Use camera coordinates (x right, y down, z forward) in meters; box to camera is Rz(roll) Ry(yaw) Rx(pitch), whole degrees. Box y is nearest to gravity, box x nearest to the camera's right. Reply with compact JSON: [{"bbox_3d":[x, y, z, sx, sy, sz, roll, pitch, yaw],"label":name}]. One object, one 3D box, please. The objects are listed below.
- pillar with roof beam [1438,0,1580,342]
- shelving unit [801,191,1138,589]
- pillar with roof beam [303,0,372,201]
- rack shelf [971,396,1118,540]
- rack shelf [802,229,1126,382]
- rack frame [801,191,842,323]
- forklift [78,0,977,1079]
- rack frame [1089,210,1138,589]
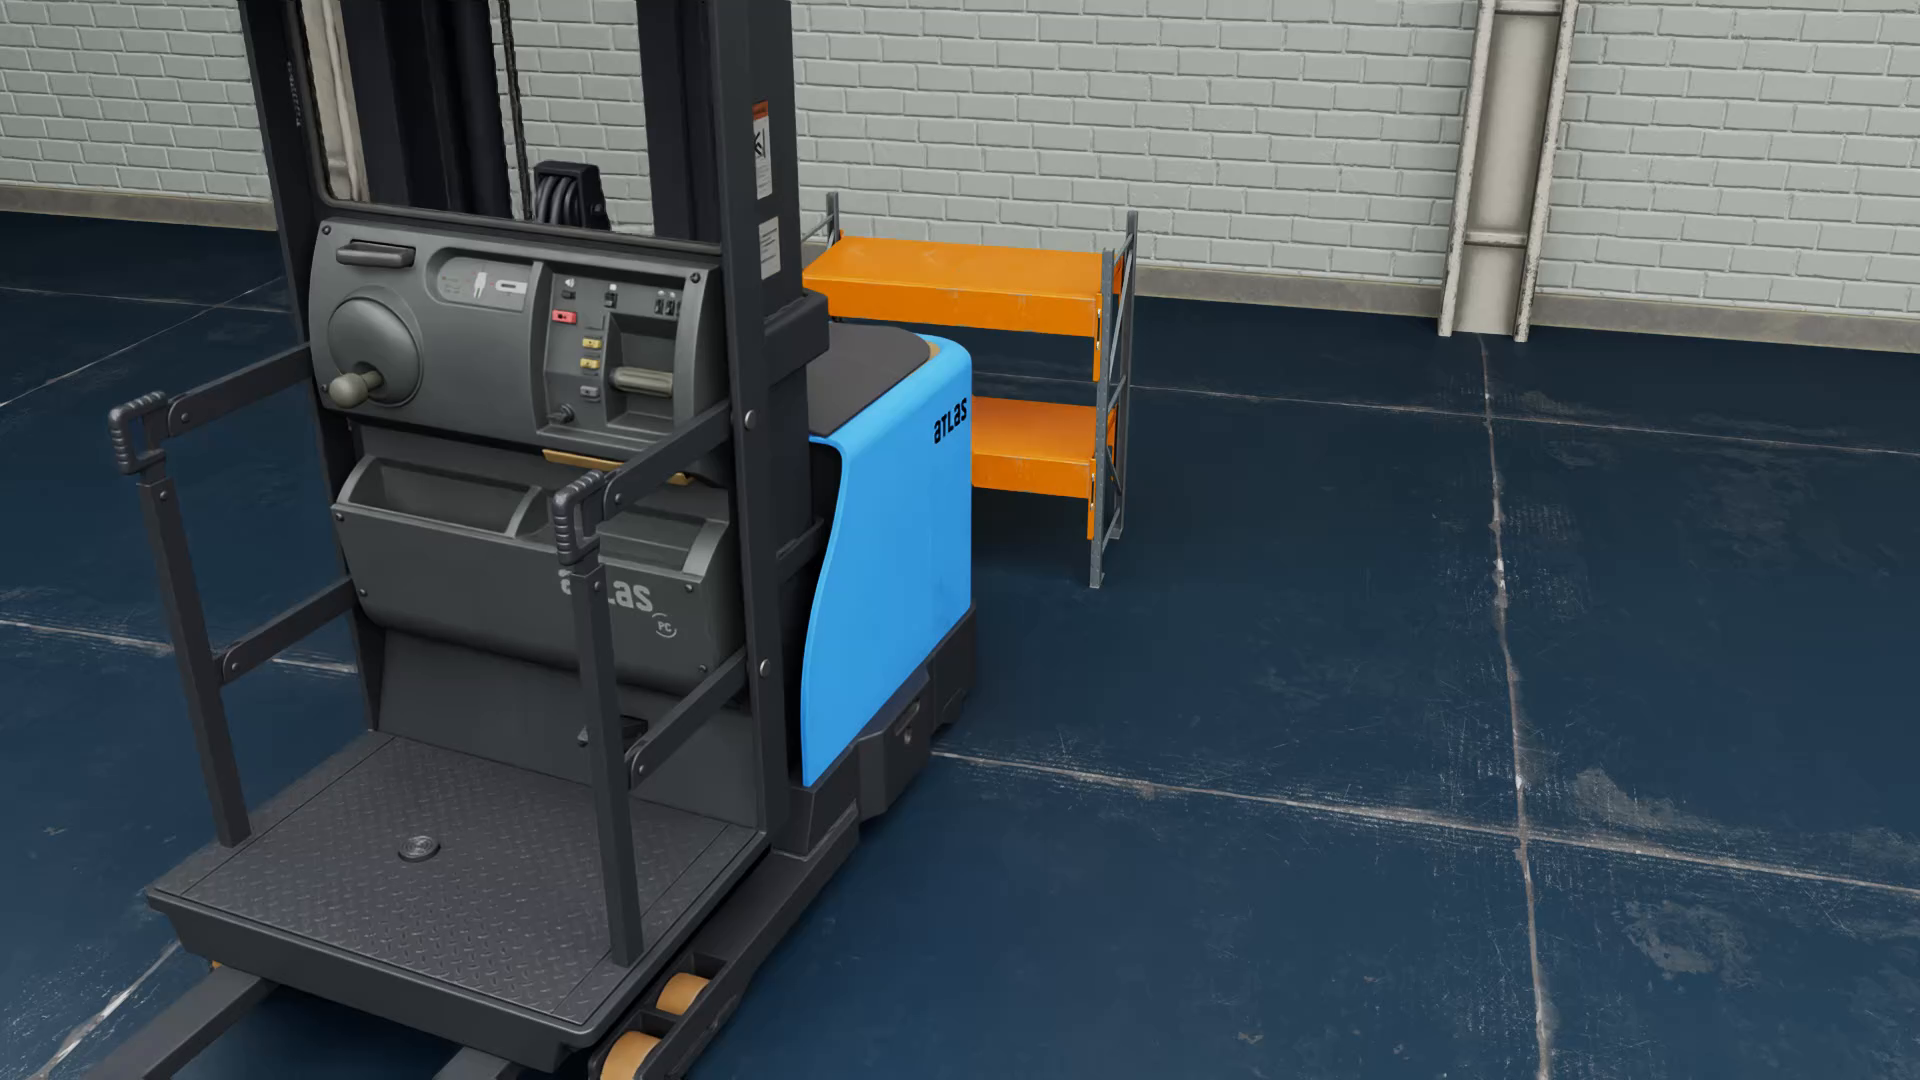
[{"bbox_3d":[1.388,-3.268,2.145,0.400,9.000,9.100,6,26,13],"label":"pillar with roof beam"},{"bbox_3d":[0.007,-0.507,5.507,1.048,1.125,0.538,6,26,13],"label":"shelving unit"},{"bbox_3d":[-4.423,-3.910,3.495,0.400,9.000,9.100,6,26,13],"label":"pillar with roof beam"},{"bbox_3d":[0.007,-0.286,5.612,1.000,0.278,0.538,6,26,13],"label":"rack shelf"},{"bbox_3d":[0.007,-0.771,5.381,1.000,0.278,0.538,6,26,13],"label":"rack shelf"},{"bbox_3d":[-0.486,-0.562,5.621,0.032,1.125,0.500,6,26,13],"label":"rack frame"},{"bbox_3d":[-0.994,-0.378,3.134,1.130,2.935,3.031,10,27,21],"label":"forklift"},{"bbox_3d":[0.499,-0.453,5.392,0.032,1.125,0.500,6,26,13],"label":"rack frame"}]
